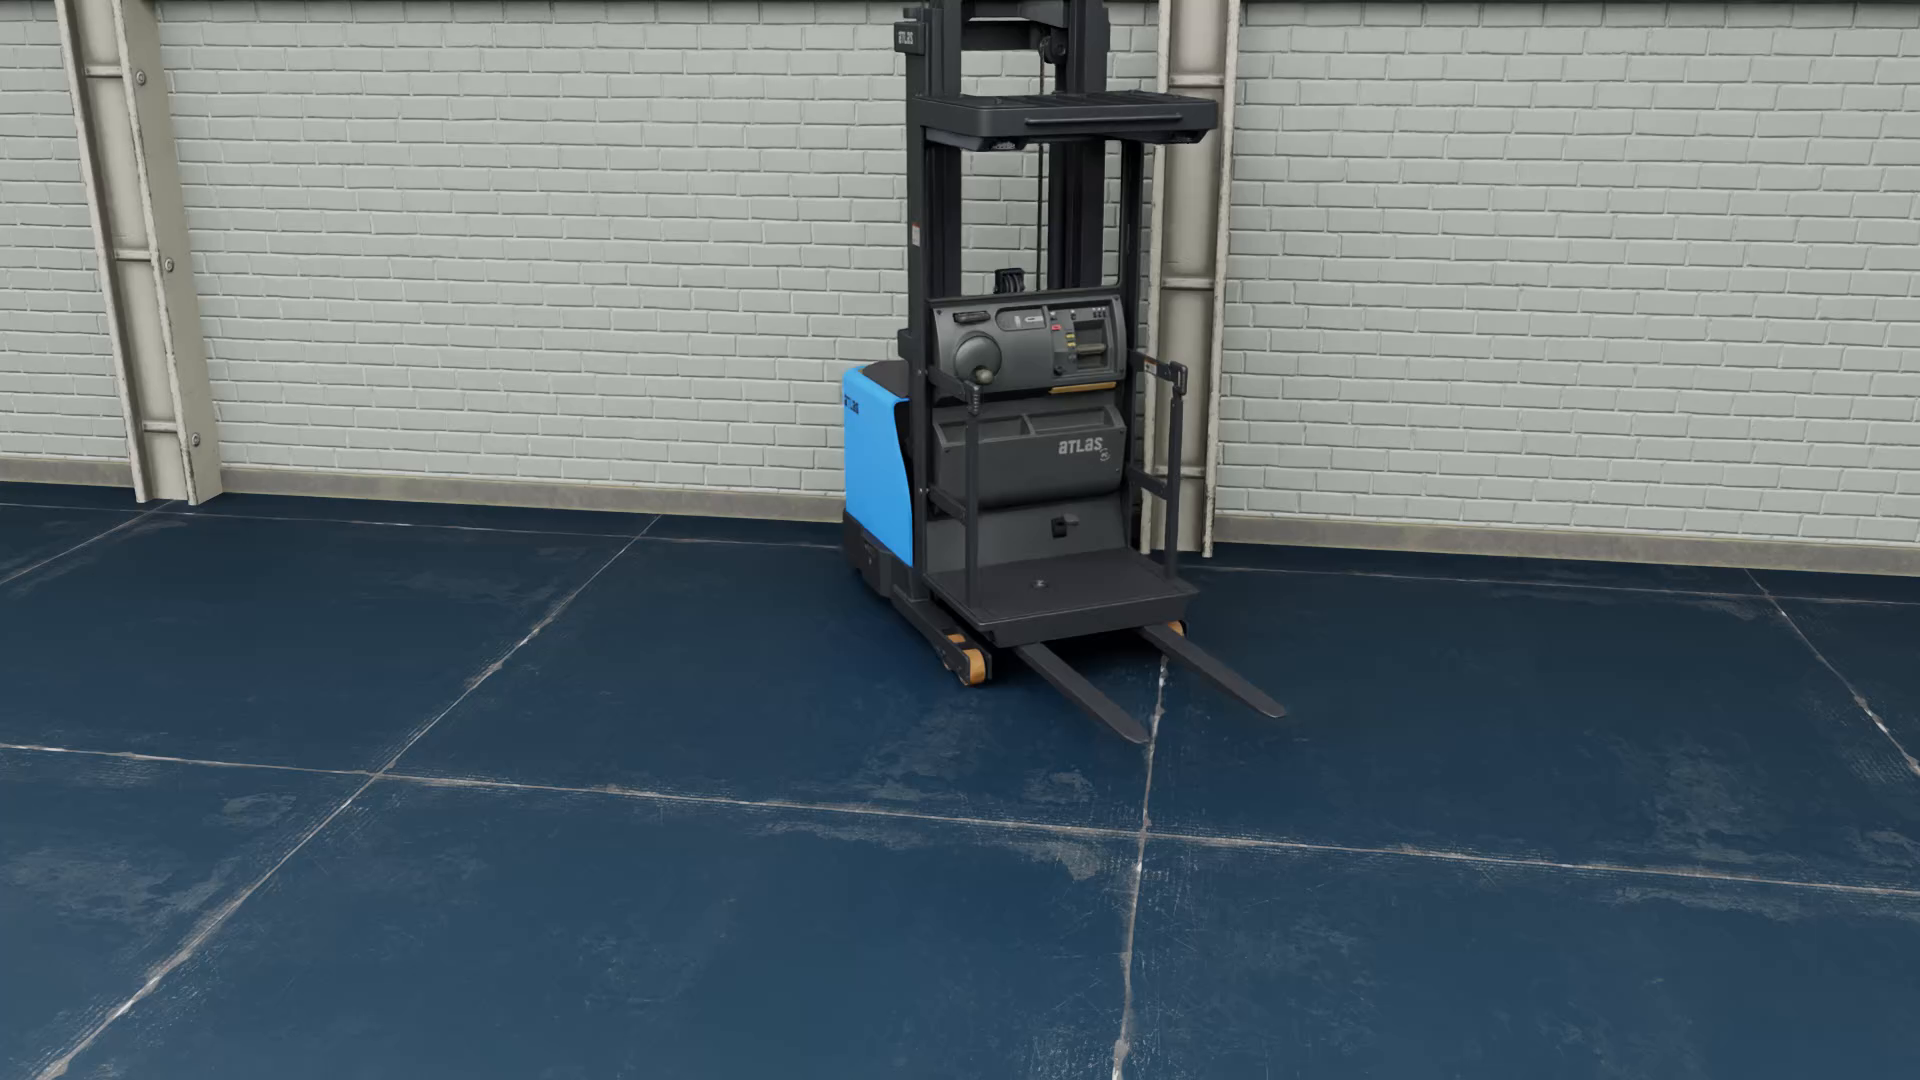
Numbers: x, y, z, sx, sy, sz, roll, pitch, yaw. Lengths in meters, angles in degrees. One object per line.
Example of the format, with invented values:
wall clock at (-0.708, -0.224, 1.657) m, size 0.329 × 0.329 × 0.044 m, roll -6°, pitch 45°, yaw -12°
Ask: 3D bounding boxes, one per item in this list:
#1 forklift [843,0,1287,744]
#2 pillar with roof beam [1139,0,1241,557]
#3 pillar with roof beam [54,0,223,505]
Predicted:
forklift at (0.406, -0.894, 7.357) m, size 1.130 × 2.935 × 3.031 m, roll -7°, pitch 20°, yaw -21°
pillar with roof beam at (0.514, -2.883, 3.737) m, size 0.400 × 9.000 × 9.100 m, roll 3°, pitch 19°, yaw 9°
pillar with roof beam at (-5.410, -3.185, 4.639) m, size 0.400 × 9.000 × 9.100 m, roll 3°, pitch 19°, yaw 9°
